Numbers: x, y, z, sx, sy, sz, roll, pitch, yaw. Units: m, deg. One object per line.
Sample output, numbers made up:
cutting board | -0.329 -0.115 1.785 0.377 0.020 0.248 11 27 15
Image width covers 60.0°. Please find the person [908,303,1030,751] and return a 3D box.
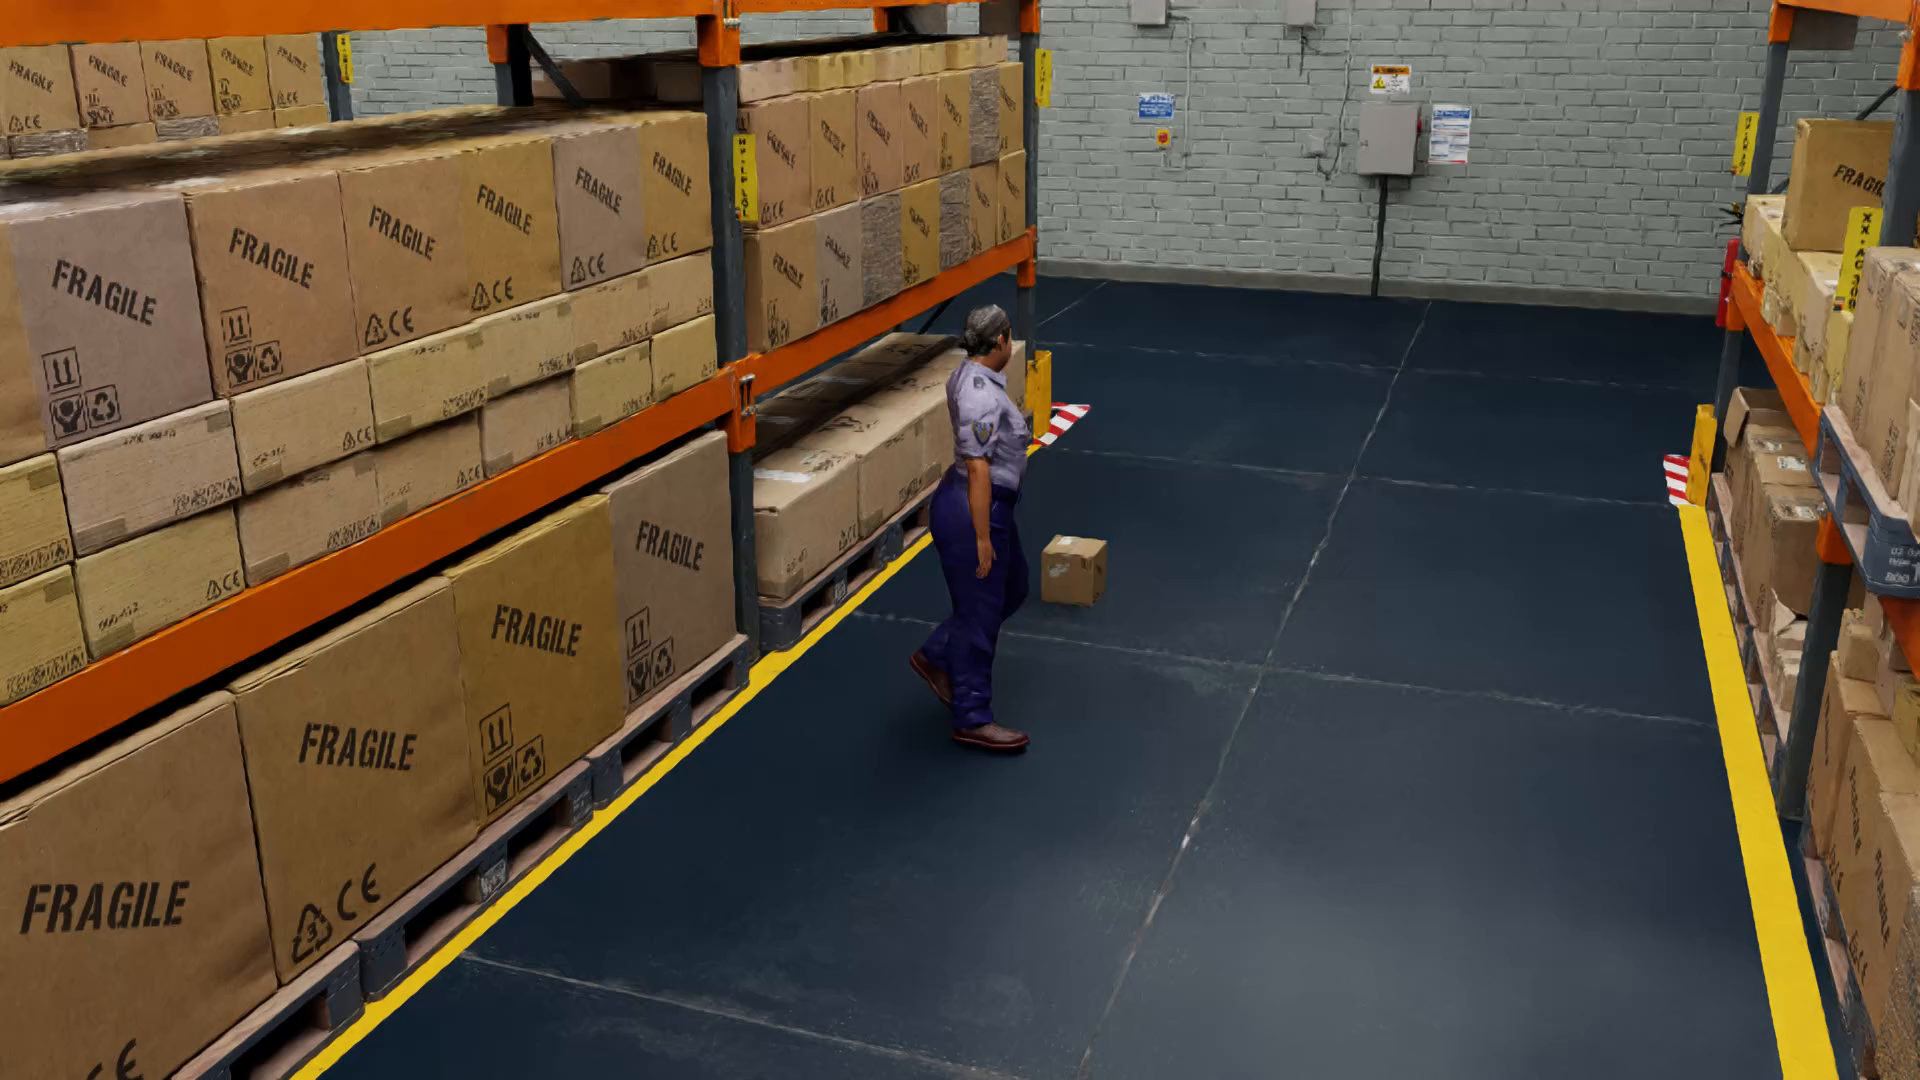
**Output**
person | 0.041 -0.063 6.251 0.478 1.629 0.580 -1 19 -3
